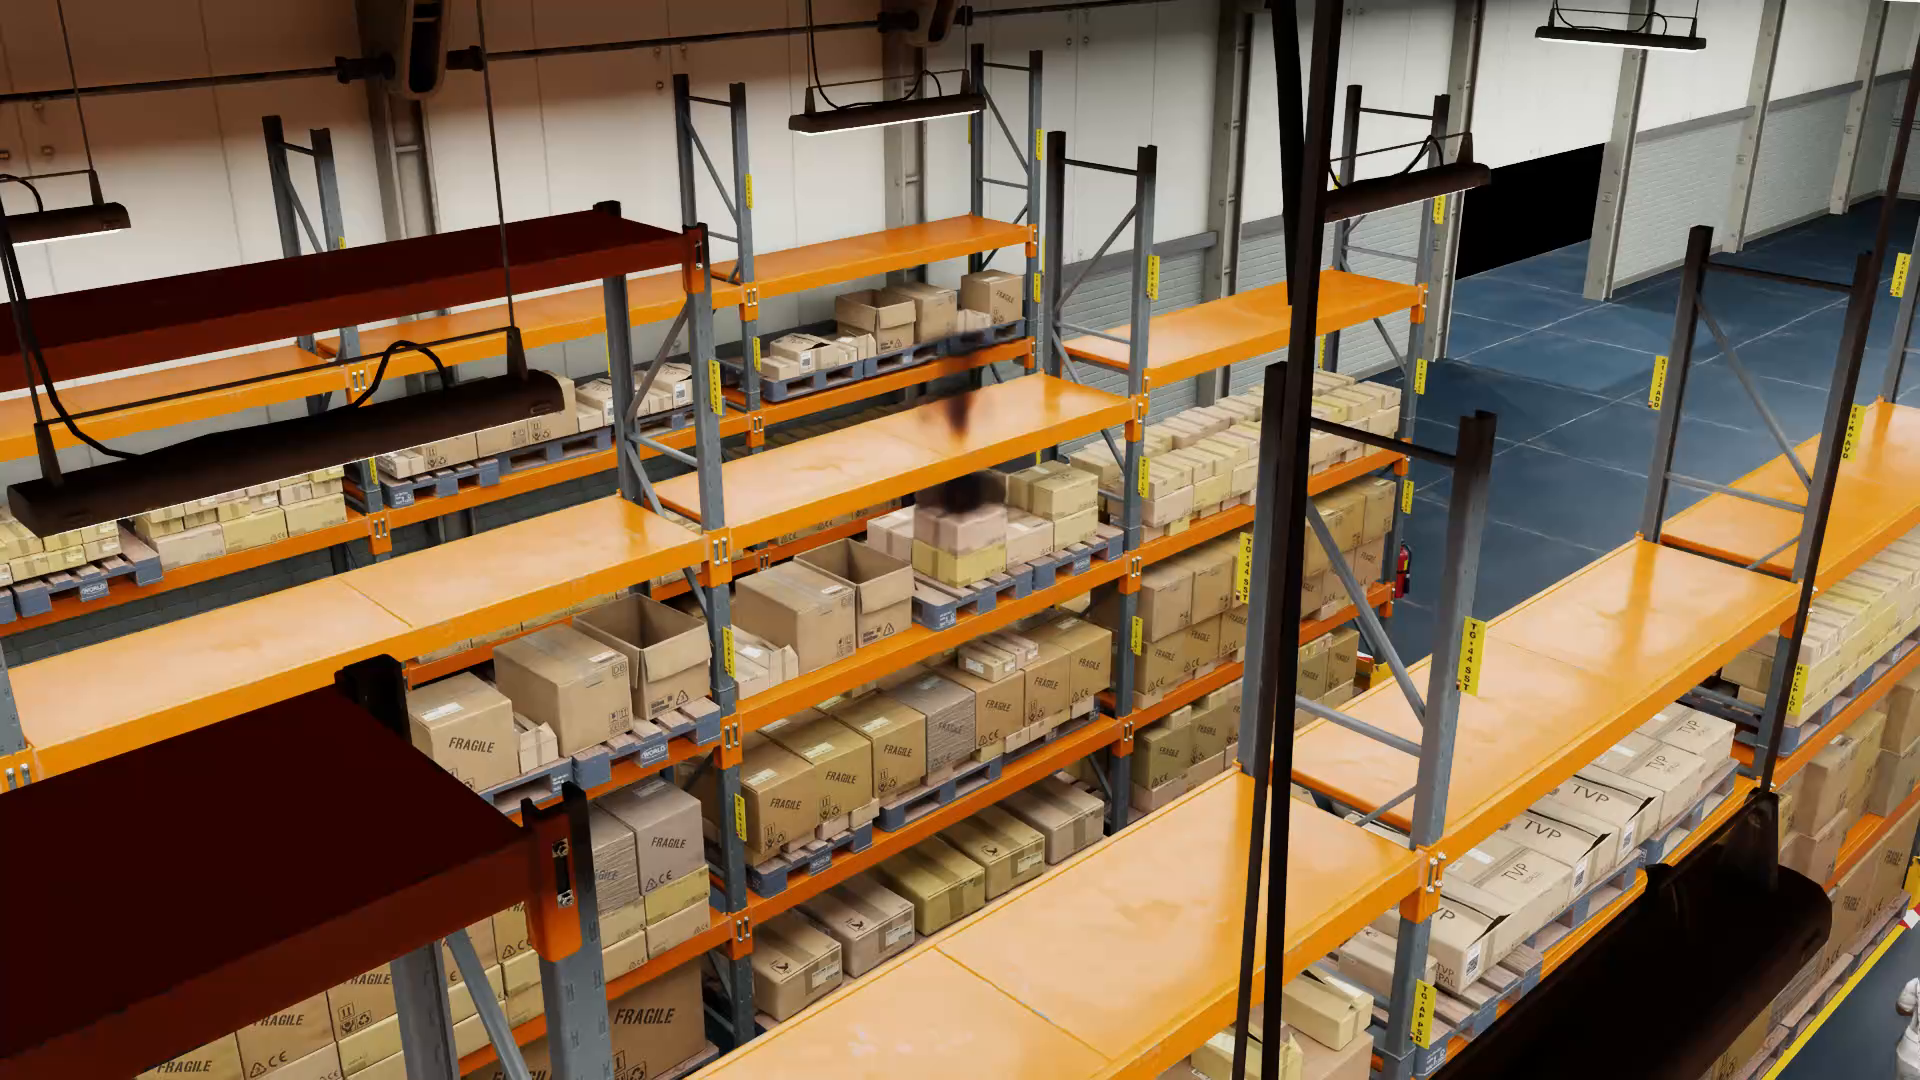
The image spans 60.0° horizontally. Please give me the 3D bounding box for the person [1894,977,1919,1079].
[{"bbox_3d":[6.177,3.369,10.561,0.801,1.686,0.628,-19,29,-38],"label":"person"}]
